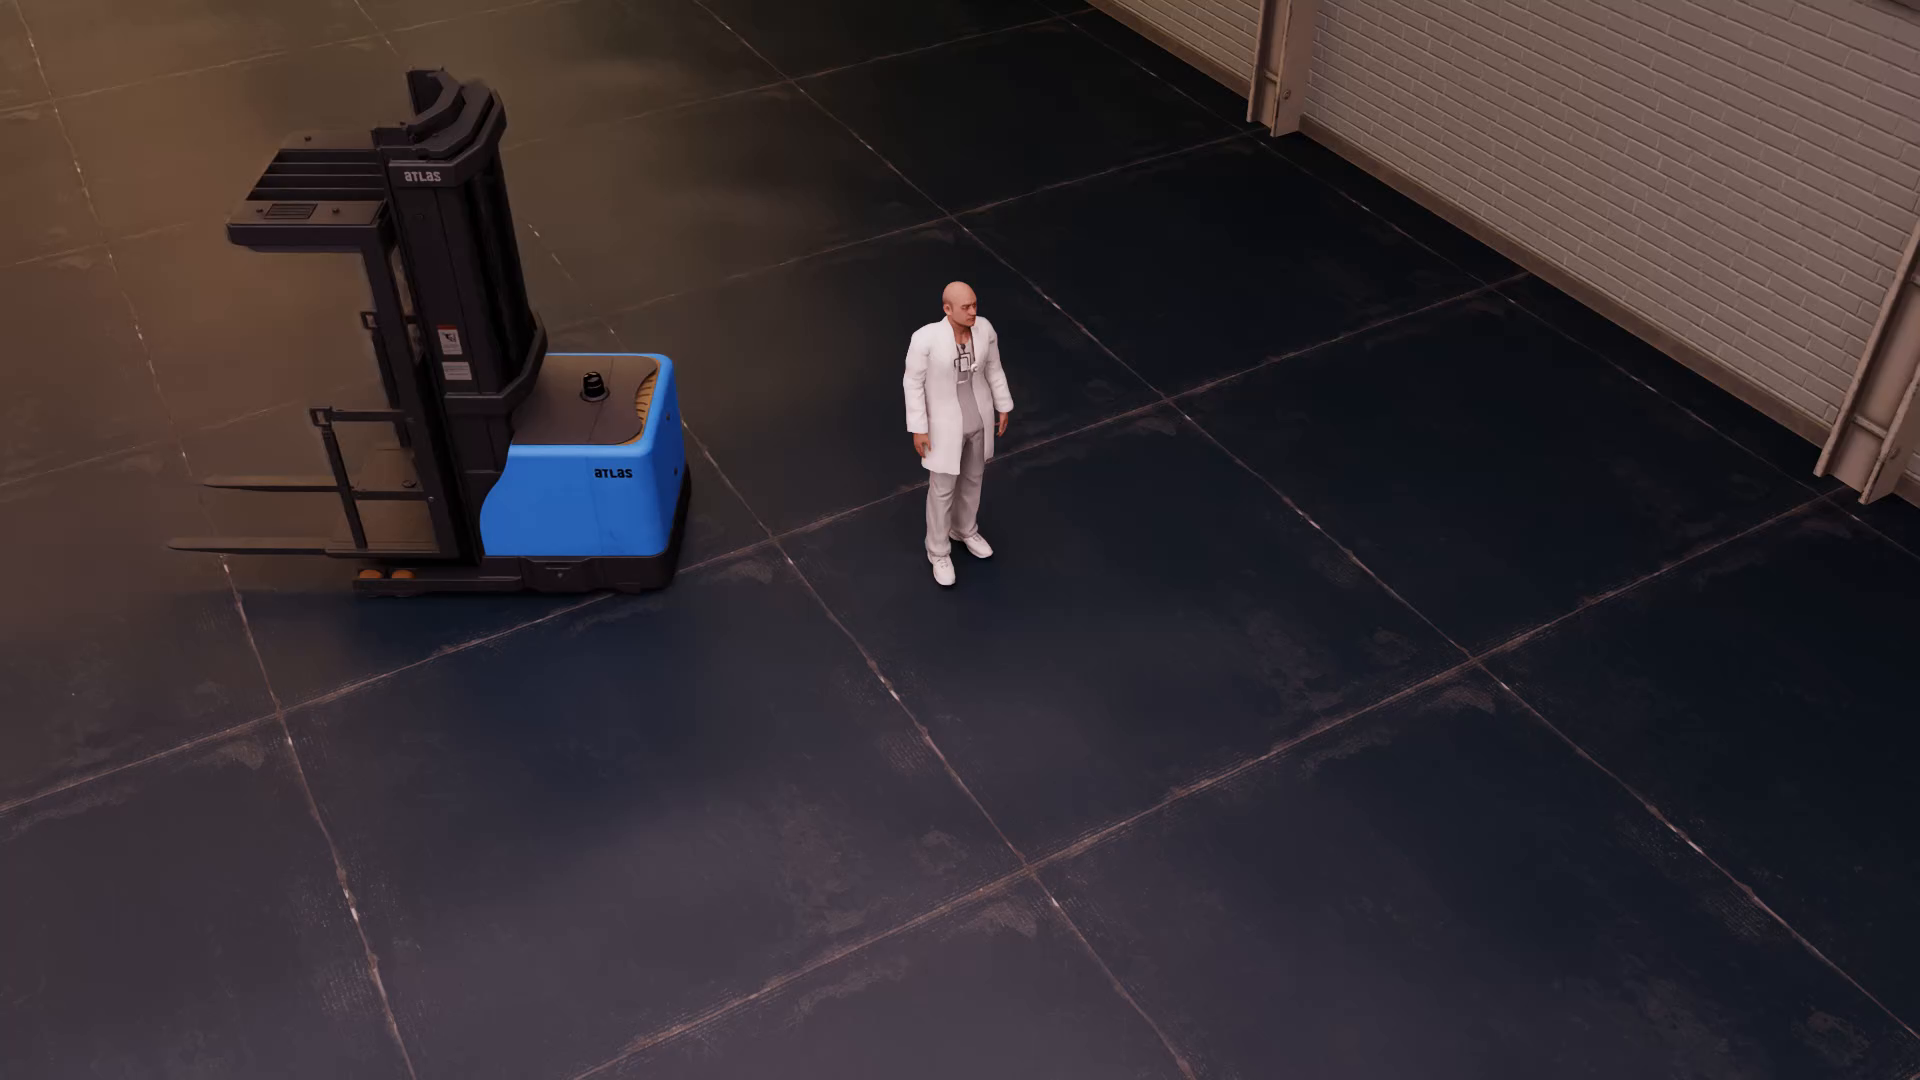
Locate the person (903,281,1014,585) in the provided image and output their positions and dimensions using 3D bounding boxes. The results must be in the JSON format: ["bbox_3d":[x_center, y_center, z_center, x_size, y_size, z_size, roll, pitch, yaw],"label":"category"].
[{"bbox_3d":[0.043,-0.633,9.701,0.696,1.766,0.578,-20,44,-23],"label":"person"}]

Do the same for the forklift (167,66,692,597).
[{"bbox_3d":[-3.227,-1.126,9.393,3.031,2.935,1.130,0,40,0],"label":"forklift"}]
